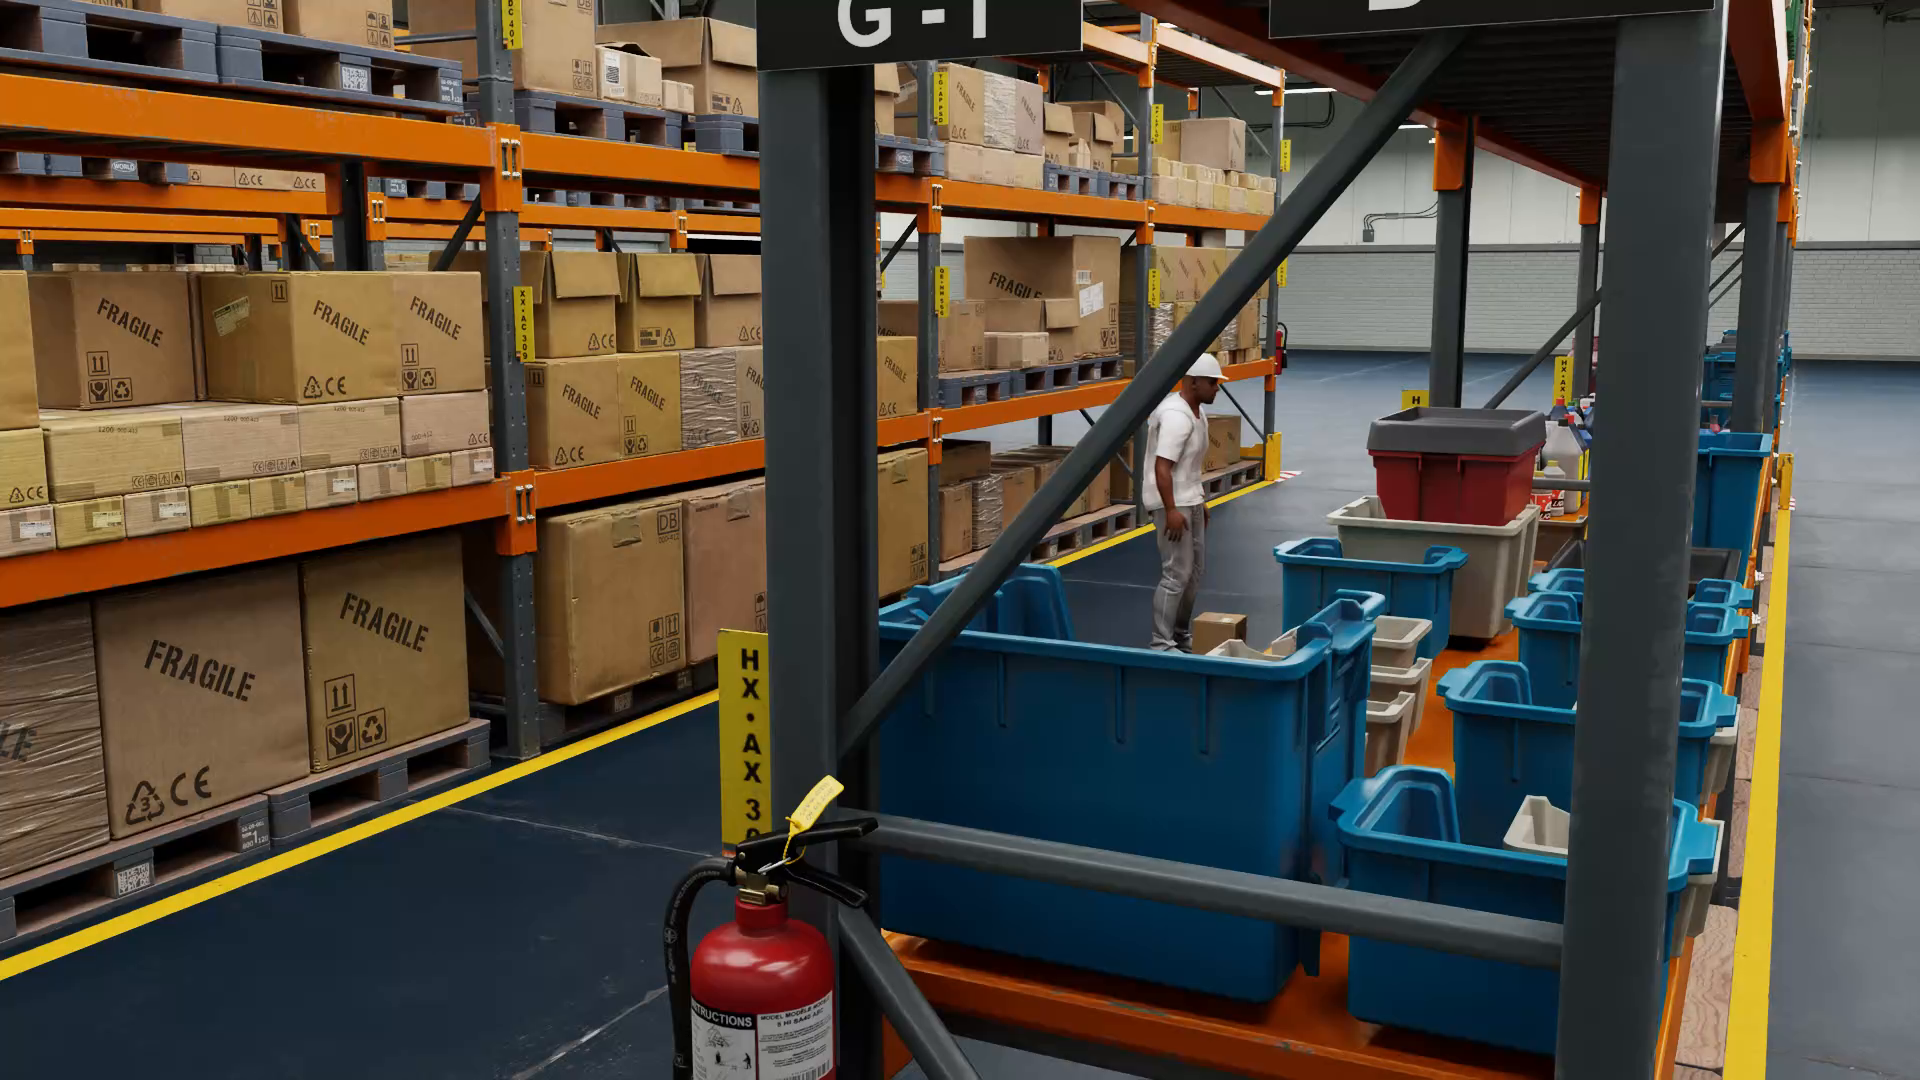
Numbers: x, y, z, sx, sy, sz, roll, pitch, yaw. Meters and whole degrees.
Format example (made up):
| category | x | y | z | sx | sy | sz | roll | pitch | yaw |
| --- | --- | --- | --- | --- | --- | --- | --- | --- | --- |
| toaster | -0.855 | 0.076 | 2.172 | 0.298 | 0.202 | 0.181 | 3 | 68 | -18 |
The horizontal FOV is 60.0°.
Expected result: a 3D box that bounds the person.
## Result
| category | x | y | z | sx | sy | sz | roll | pitch | yaw |
| --- | --- | --- | --- | --- | --- | --- | --- | --- | --- |
| person | 1.286 | -0.191 | 9.514 | 0.462 | 1.760 | 0.636 | 4 | 10 | 24 |
